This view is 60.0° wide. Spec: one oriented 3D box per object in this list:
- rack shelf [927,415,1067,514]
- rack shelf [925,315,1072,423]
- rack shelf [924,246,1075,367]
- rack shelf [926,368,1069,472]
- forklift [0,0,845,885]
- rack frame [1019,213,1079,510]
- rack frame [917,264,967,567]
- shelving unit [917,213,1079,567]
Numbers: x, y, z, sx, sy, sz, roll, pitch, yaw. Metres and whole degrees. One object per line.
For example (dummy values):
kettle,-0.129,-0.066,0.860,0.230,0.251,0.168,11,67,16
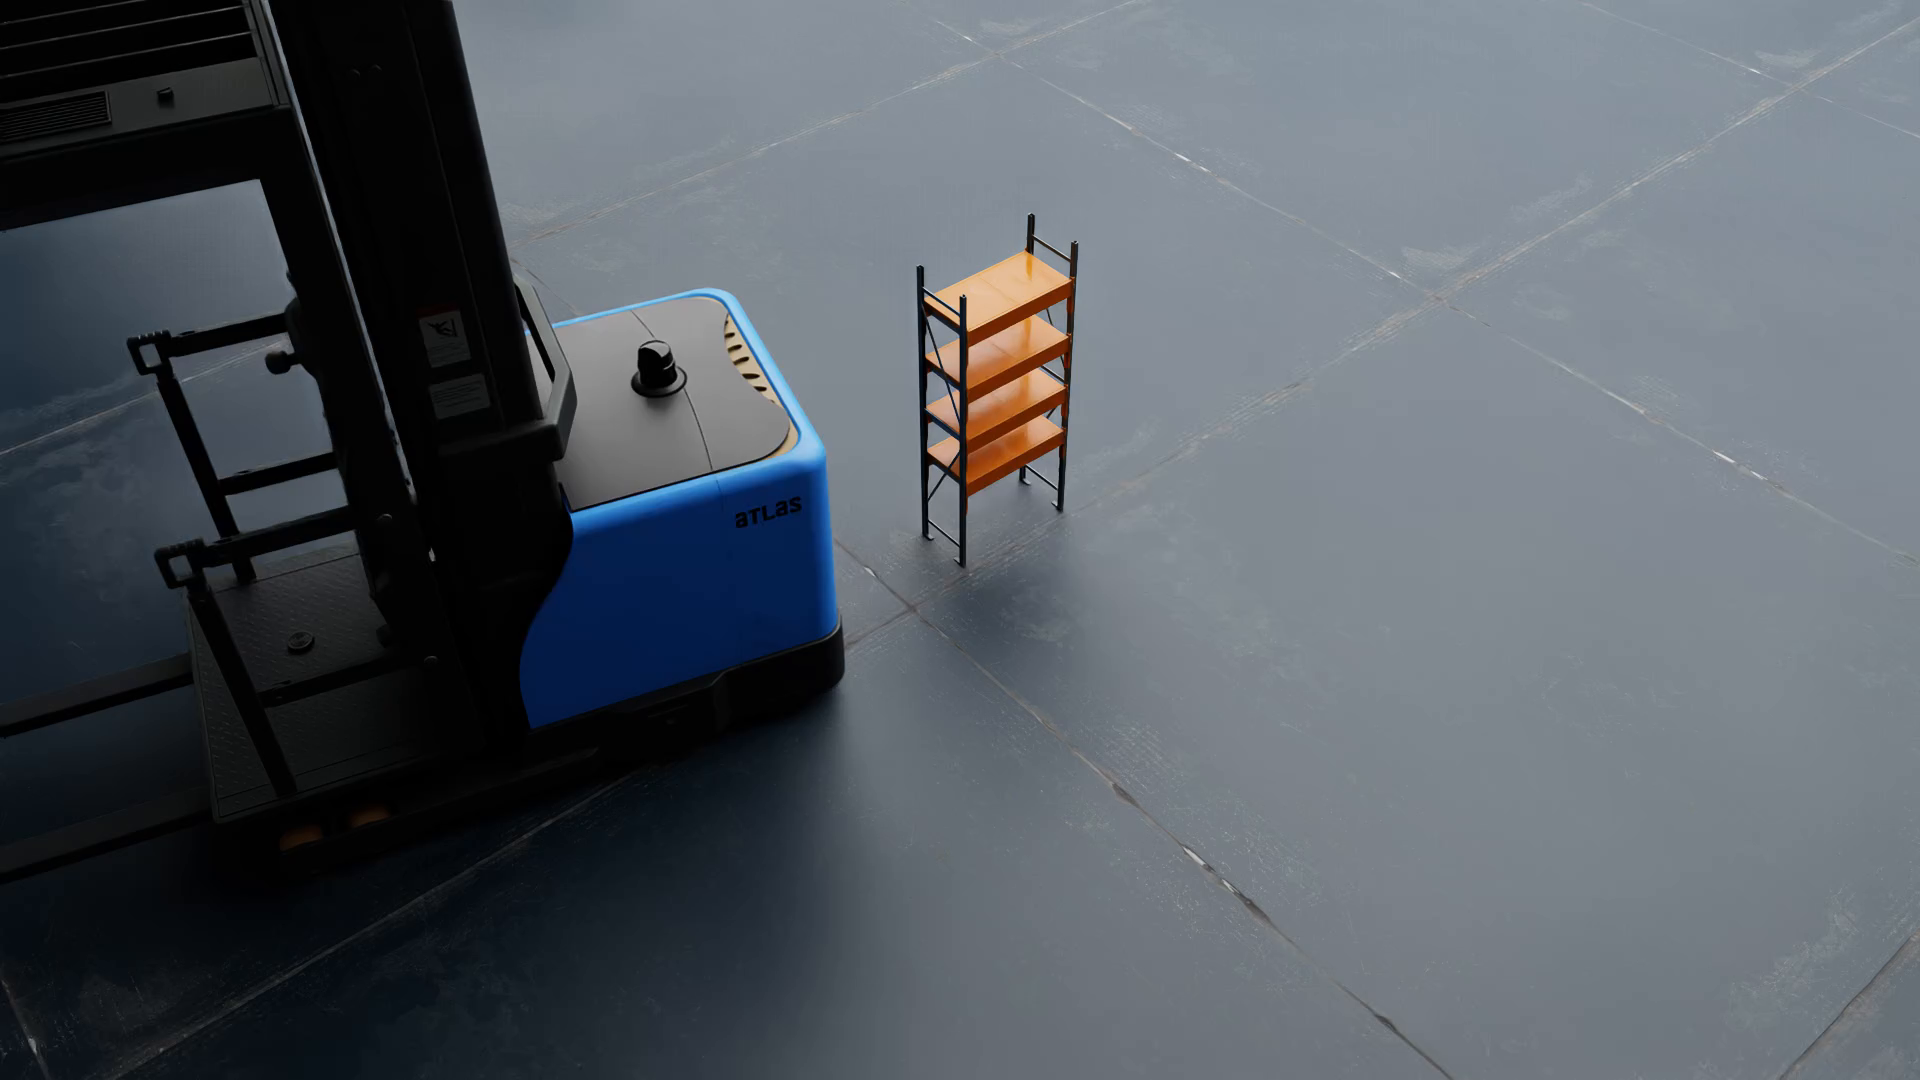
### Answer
rack shelf,0.127,-0.316,6.099,0.480,0.148,0.258,-30,51,-28
rack shelf,0.127,-0.624,5.810,0.480,0.148,0.258,-30,51,-28
rack shelf,0.127,-0.796,5.648,0.480,0.148,0.258,-30,51,-28
rack shelf,0.127,-0.461,5.963,0.480,0.148,0.258,-30,51,-28
forklift,-1.955,-0.447,4.585,3.031,2.935,1.130,-17,46,-17
rack frame,0.314,-0.617,6.031,0.015,1.200,0.240,-30,51,-28
rack frame,-0.060,-0.403,5.803,0.015,1.200,0.240,-30,51,-28
shelving unit,0.127,-0.510,5.917,0.503,1.200,0.258,-30,51,-28
